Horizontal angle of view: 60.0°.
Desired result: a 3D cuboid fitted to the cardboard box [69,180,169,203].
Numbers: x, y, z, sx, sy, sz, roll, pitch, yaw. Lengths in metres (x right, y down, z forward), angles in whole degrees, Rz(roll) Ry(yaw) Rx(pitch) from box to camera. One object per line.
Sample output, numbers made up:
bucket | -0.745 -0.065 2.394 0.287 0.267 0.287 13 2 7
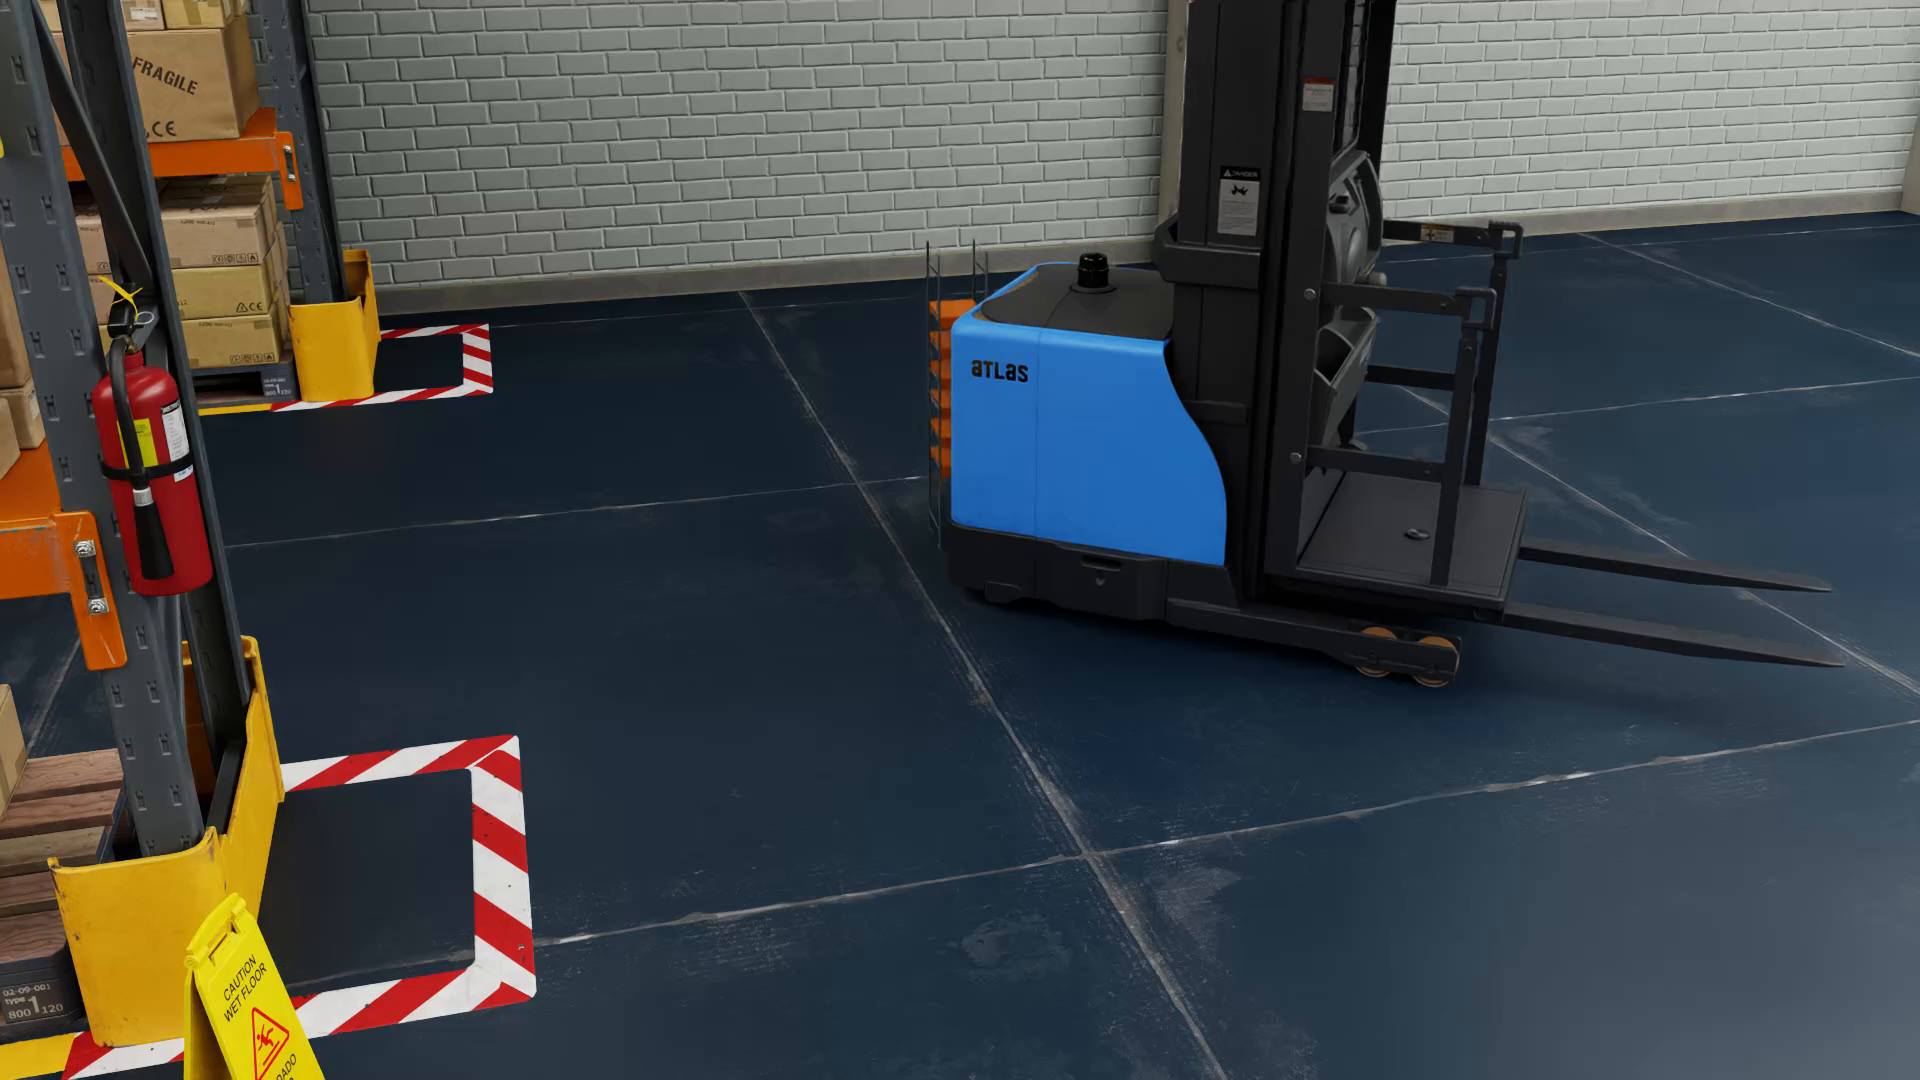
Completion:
cardboard box | -4.317 -1.654 8.488 0.500 0.250 0.500 -6 24 -14

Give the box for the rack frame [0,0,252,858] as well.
rack frame | -1.978 -0.415 3.914 0.127 3.000 1.000 -6 24 -14

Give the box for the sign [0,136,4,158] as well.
sign | -1.848 -0.880 3.127 0.005 0.325 0.100 -6 24 -14

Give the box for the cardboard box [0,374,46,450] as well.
cardboard box | -2.361 -0.342 4.062 0.250 0.149 0.380 -6 24 -14

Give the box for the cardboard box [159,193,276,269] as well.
cardboard box | -3.682 -1.521 8.177 0.500 0.250 0.500 -5 24 -13

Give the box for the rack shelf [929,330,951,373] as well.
rack shelf | -0.012 -0.740 6.457 0.180 0.103 0.258 -5 24 -11

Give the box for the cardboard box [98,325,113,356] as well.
cardboard box | -4.171 -1.009 8.253 0.500 0.250 0.500 -6 24 -14

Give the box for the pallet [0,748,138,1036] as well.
pallet | -2.843 0.947 4.275 1.213 0.211 1.003 -6 24 -14

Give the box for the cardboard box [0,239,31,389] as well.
cardboard box | -2.509 -0.653 3.963 0.500 0.500 0.500 -7 24 -15

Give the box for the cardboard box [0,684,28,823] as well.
cardboard box | -2.830 0.636 4.418 0.500 0.250 0.500 -7 24 -15

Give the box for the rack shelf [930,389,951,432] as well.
rack shelf | -0.012 -0.519 6.552 0.180 0.103 0.258 -5 24 -11

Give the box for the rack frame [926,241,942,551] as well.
rack frame | -0.102 -0.553 6.516 0.006 1.200 0.240 -5 24 -11

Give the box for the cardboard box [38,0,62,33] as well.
cardboard box | -4.085 -2.457 7.723 0.250 0.149 0.380 -6 24 -13

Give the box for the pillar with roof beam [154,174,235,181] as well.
pillar with roof beam | -3.074 -3.690 3.938 0.400 9.000 9.100 -6 24 -14

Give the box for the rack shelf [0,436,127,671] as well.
rack shelf | -3.904 0.128 3.559 4.000 0.370 1.077 -6 24 -14

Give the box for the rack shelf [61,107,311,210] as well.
rack shelf | -5.248 -1.756 7.950 4.000 0.370 1.077 -6 24 -14

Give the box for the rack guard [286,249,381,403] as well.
rack guard | -3.300 -1.153 8.804 0.348 0.500 1.175 -6 24 -14

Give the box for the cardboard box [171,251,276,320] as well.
cardboard box | -3.707 -1.288 8.268 0.500 0.250 0.500 -7 24 -15

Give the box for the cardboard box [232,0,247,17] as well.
cardboard box | -3.719 -2.706 8.303 0.250 0.149 0.380 -7 24 -16

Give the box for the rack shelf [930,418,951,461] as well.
rack shelf | -0.012 -0.409 6.599 0.180 0.103 0.258 -5 24 -11

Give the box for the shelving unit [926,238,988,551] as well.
shelving unit | -0.012 -0.560 6.534 0.189 1.200 0.258 -5 24 -11

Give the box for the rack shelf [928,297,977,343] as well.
rack shelf | -0.012 -0.850 6.410 0.180 0.103 0.258 -5 24 -11

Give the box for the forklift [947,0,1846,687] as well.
forklift | 1.521 -1.089 5.572 3.031 2.935 1.130 9 25 20

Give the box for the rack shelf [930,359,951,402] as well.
rack shelf | -0.012 -0.630 6.504 0.180 0.103 0.258 -5 24 -11

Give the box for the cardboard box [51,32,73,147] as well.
cardboard box | -4.228 -2.142 7.810 0.500 0.500 0.500 -6 24 -13

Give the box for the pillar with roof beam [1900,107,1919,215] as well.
pillar with roof beam | 8.480 -4.968 6.916 0.400 9.000 9.100 -6 24 -14

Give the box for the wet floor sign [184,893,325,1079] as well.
wet floor sign | -1.506 1.053 3.479 0.232 0.644 0.267 2 23 4

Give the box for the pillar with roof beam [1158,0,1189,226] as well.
pillar with roof beam | 2.703 -4.329 5.427 0.400 9.000 9.100 -6 24 -14

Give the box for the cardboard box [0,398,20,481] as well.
cardboard box | -2.281 -0.179 3.681 0.250 0.149 0.380 -5 24 -13

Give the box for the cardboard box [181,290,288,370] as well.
cardboard box | -3.690 -1.059 8.368 0.500 0.250 0.500 -6 24 -14

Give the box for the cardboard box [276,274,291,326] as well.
cardboard box | -3.849 -1.251 8.815 0.500 0.250 0.500 -6 24 -14

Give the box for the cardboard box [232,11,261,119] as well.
cardboard box | -3.875 -2.398 8.408 0.500 0.500 0.500 -6 24 -13

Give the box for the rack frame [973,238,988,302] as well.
rack frame | 0.077 -0.568 6.552 0.006 1.200 0.240 -5 24 -11

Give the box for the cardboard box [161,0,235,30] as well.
cardboard box | -3.581 -2.500 7.823 0.250 0.149 0.380 -6 24 -14

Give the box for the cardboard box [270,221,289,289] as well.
cardboard box | -3.832 -1.487 8.733 0.500 0.250 0.500 -6 24 -13

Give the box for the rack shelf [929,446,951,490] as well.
rack shelf | -0.012 -0.299 6.646 0.180 0.103 0.258 -5 24 -11

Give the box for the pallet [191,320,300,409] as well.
pallet | -4.048 -0.921 8.628 1.213 0.211 1.003 -6 24 -14

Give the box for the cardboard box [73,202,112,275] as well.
cardboard box | -4.172 -1.464 8.045 0.500 0.250 0.500 -6 24 -13

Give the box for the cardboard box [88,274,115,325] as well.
cardboard box | -4.193 -1.239 8.153 0.500 0.250 0.500 -7 24 -15

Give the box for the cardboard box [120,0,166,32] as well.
cardboard box | -3.819 -2.462 7.734 0.250 0.149 0.380 -6 24 -14

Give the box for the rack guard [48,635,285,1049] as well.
rack guard | -2.052 0.741 4.388 0.348 0.500 1.175 -6 24 -14

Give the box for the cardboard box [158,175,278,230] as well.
cardboard box | -3.837 -1.709 8.615 0.500 0.250 0.500 -7 24 -15

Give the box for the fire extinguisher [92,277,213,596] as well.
fire extinguisher | -1.744 -0.217 3.550 0.183 0.674 0.296 -6 24 -14

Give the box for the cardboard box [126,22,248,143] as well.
cardboard box | -3.726 -2.193 7.931 0.500 0.500 0.500 -7 24 -16

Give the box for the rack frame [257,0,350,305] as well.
rack frame | -3.323 -2.299 8.305 0.127 3.000 1.000 -6 24 -14
